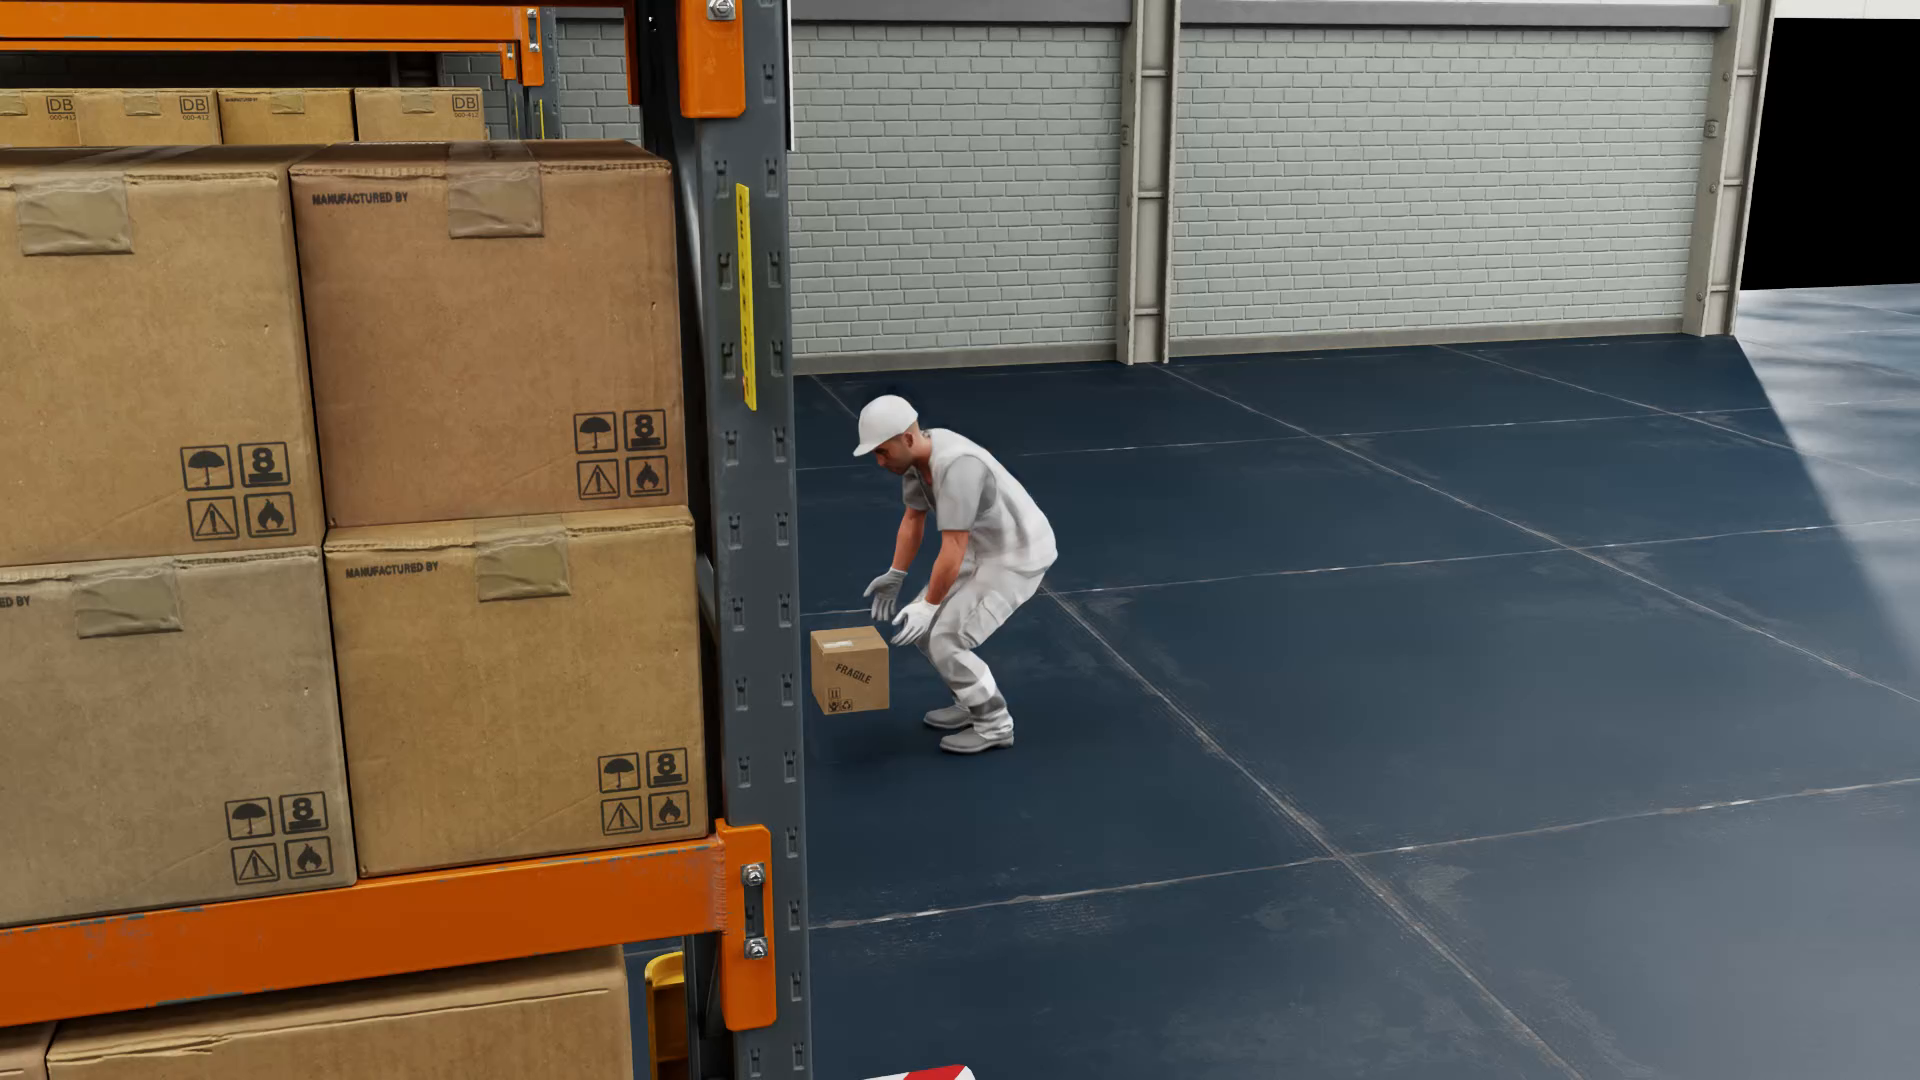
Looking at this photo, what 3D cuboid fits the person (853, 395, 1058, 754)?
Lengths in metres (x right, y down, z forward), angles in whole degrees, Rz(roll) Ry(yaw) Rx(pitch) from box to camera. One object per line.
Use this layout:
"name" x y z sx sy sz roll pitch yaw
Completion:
"person" -0.015 0.122 6.300 0.780 1.384 0.584 -4 16 -15
